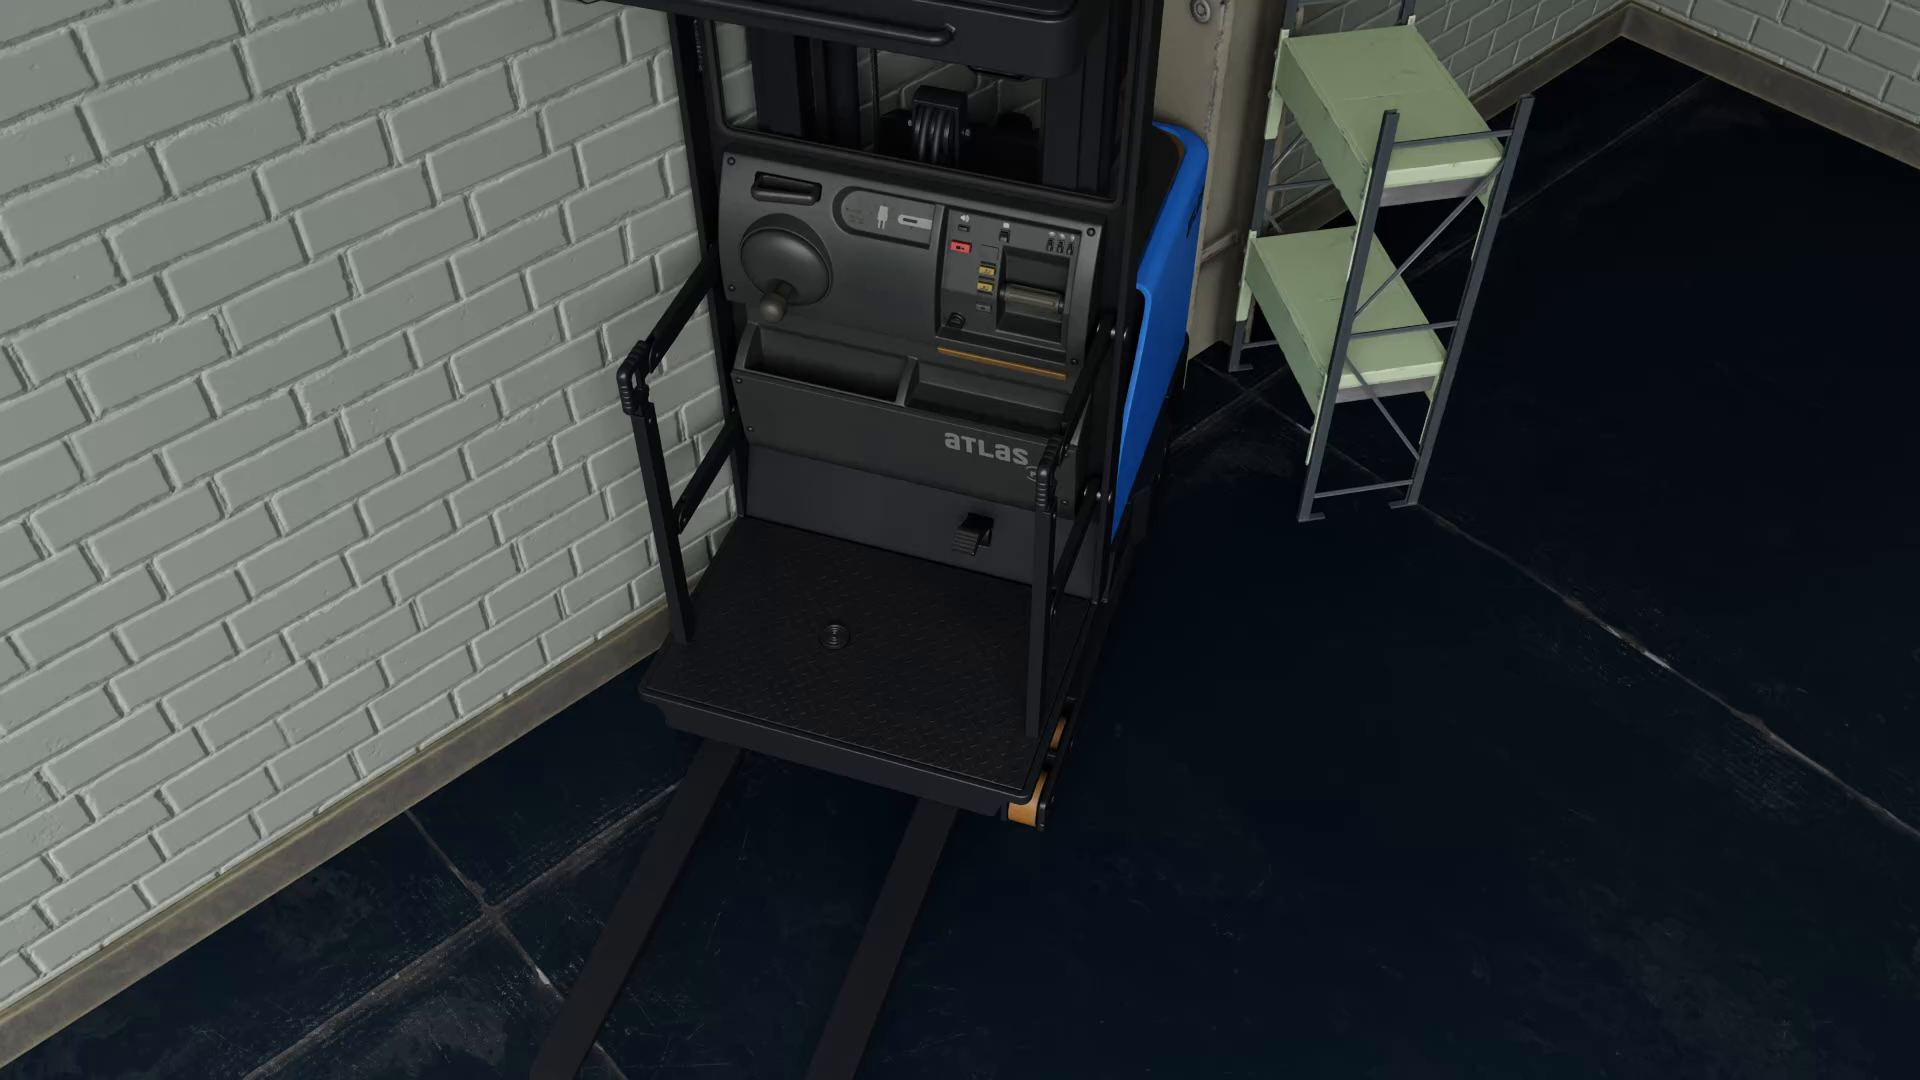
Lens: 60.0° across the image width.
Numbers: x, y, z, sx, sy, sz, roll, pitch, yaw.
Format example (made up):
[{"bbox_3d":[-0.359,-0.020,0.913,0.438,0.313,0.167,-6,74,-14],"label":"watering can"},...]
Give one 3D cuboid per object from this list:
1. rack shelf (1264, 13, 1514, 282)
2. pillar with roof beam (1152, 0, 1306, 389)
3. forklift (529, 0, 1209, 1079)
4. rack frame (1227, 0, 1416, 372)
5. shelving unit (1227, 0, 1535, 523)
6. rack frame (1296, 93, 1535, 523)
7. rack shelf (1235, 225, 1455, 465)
[{"bbox_3d":[1.201,-1.129,4.741,0.431,0.370,0.720,-8,48,-8],"label":"rack shelf"},{"bbox_3d":[3.674,-1.390,0.410,0.400,9.000,9.100,-34,56,-27],"label":"pillar with roof beam"},{"bbox_3d":[-0.195,-0.559,3.772,1.130,2.935,3.031,14,49,12],"label":"forklift"},{"bbox_3d":[1.129,-1.128,5.271,0.400,1.500,0.023,-8,48,-8],"label":"rack frame"},{"bbox_3d":[1.201,-0.865,5.027,0.431,1.500,0.755,-8,48,-8],"label":"shelving unit"},{"bbox_3d":[1.273,-0.601,4.784,0.400,1.500,0.023,-8,48,-8],"label":"rack frame"},{"bbox_3d":[1.201,-0.644,5.267,0.431,0.370,0.720,-8,48,-8],"label":"rack shelf"}]
